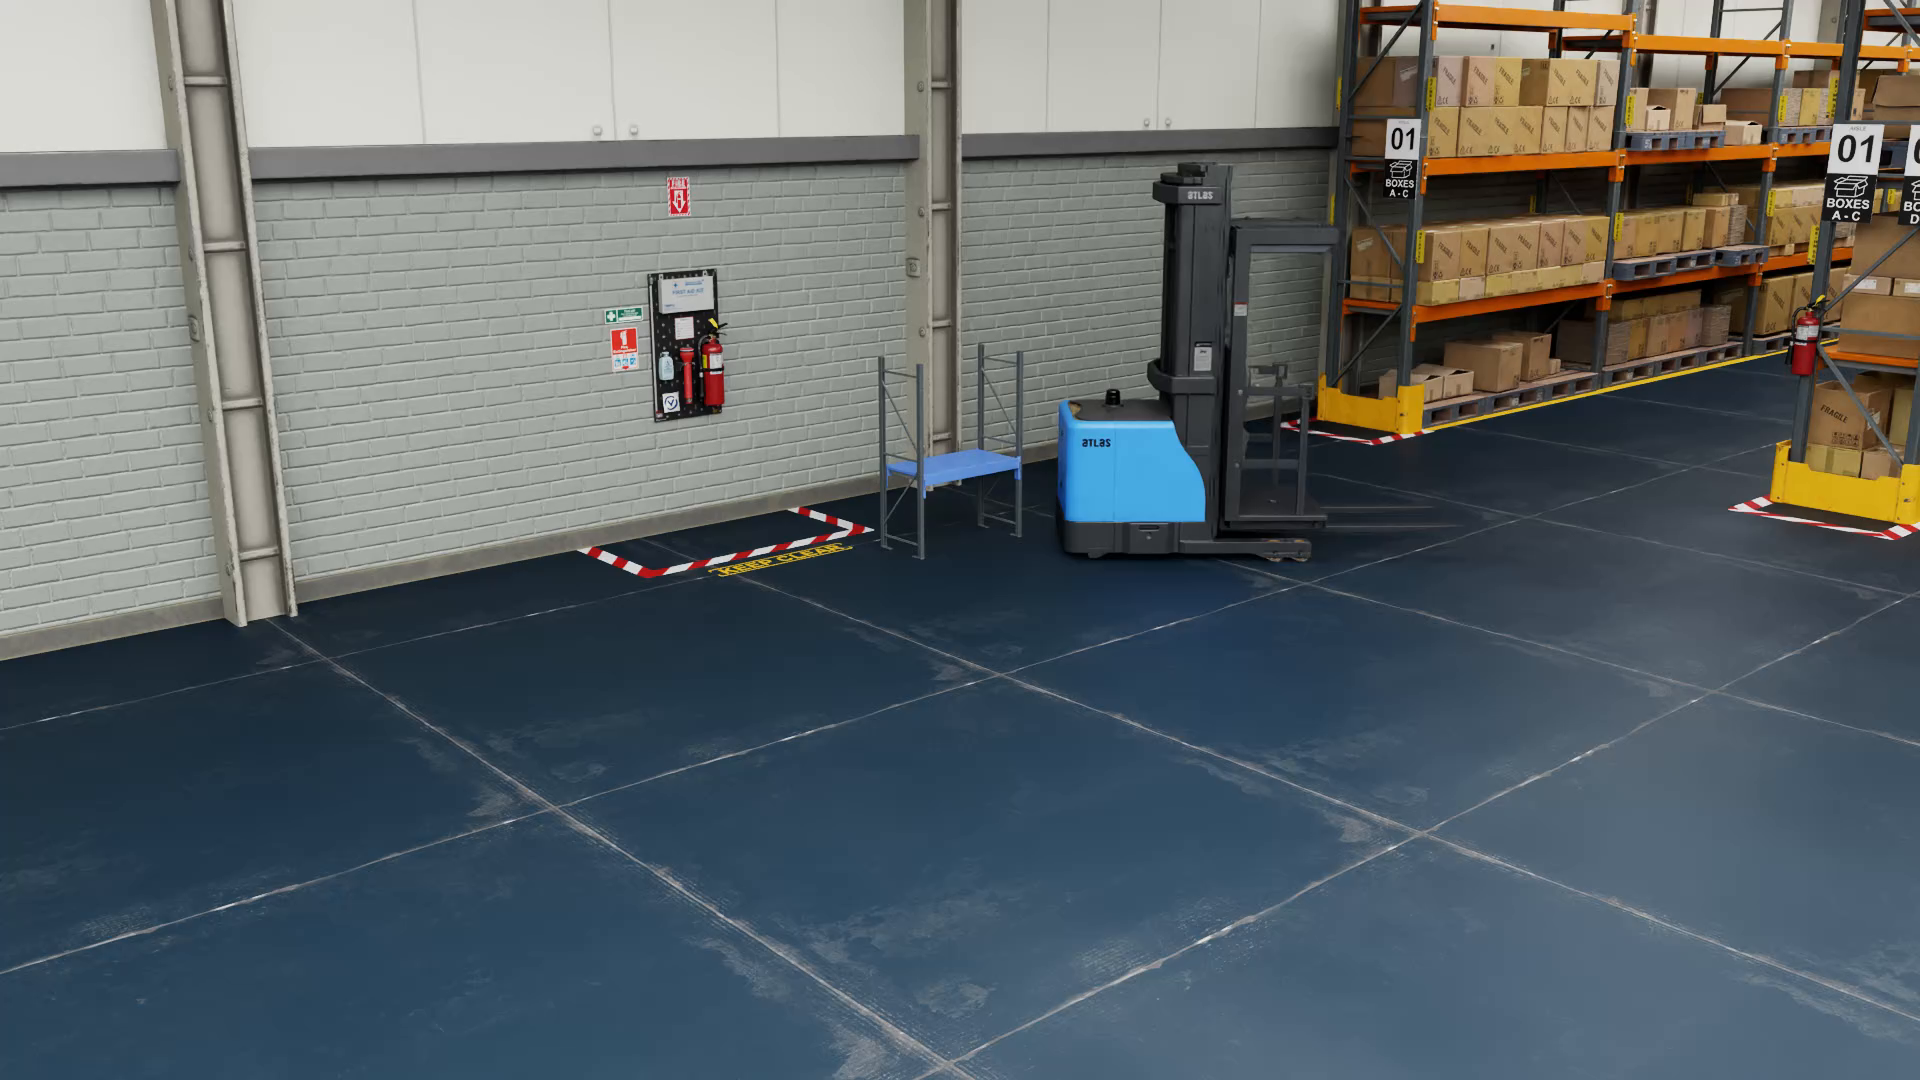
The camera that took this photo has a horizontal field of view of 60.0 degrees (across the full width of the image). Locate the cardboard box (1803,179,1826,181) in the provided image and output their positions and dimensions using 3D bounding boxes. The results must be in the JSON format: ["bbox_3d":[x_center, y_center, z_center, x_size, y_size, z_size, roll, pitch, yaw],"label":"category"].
[{"bbox_3d":[12.870,-5.248,24.824,0.500,0.250,0.500,-12,19,-38],"label":"cardboard box"}]

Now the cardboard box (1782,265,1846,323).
[{"bbox_3d":[12.314,-3.589,24.226,0.750,0.750,0.750,-12,19,-38],"label":"cardboard box"}]

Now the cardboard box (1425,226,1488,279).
[{"bbox_3d":[5.272,-3.082,17.776,0.500,0.500,0.500,-13,19,-39],"label":"cardboard box"}]

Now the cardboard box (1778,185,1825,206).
[{"bbox_3d":[11.662,-4.801,23.150,0.500,0.250,0.500,-12,19,-39],"label":"cardboard box"}]

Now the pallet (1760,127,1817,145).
[{"bbox_3d":[10.821,-5.511,22.624,1.003,0.211,1.213,-12,19,-37],"label":"pallet"}]

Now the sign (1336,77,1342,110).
[{"bbox_3d":[3.986,-4.667,17.381,0.005,0.325,0.100,-13,19,-39],"label":"sign"}]

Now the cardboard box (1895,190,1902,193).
[{"bbox_3d":[14.362,-5.068,25.828,0.700,0.700,0.980,-13,20,-41],"label":"cardboard box"}]

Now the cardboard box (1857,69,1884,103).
[{"bbox_3d":[13.762,-6.865,25.157,0.500,0.500,0.500,-13,20,-40],"label":"cardboard box"}]

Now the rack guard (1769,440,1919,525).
[{"bbox_3d":[7.572,-0.503,14.165,0.348,0.500,1.175,-13,19,-39],"label":"rack guard"}]

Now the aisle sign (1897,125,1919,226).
[{"bbox_3d":[7.741,-2.900,13.257,0.004,0.787,0.394,-13,19,-39],"label":"aisle sign"}]

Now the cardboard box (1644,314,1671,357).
[{"bbox_3d":[8.665,-2.665,21.406,0.500,0.500,0.700,-12,19,-39],"label":"cardboard box"}]

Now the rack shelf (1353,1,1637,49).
[{"bbox_3d":[5.844,-5.567,18.053,4.000,0.370,1.077,-13,19,-39],"label":"rack shelf"}]

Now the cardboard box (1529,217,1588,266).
[{"bbox_3d":[6.826,-3.430,19.077,0.500,0.500,0.500,-13,20,-40],"label":"cardboard box"}]

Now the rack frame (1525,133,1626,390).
[{"bbox_3d":[7.353,-3.356,20.002,0.127,3.000,1.000,-13,19,-39],"label":"rack frame"}]

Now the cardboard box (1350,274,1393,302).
[{"bbox_3d":[4.561,-2.733,17.920,0.500,0.250,0.500,-12,19,-39],"label":"cardboard box"}]

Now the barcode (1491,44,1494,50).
[{"bbox_3d":[6.022,-5.572,18.802,0.075,0.075,0.001,-13,19,-39],"label":"barcode"}]

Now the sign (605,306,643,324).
[{"bbox_3d":[-2.596,-1.737,12.843,0.331,0.109,0.001,-13,19,-39],"label":"sign"}]

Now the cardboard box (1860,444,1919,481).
[{"bbox_3d":[8.140,-0.637,14.336,0.500,0.250,0.500,-13,19,-39],"label":"cardboard box"}]

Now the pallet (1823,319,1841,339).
[{"bbox_3d":[12.855,-3.219,24.892,1.213,0.211,1.003,-13,19,-39],"label":"pallet"}]

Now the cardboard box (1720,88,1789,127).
[{"bbox_3d":[10.691,-5.836,22.426,0.700,0.500,0.500,14,21,43],"label":"cardboard box"}]

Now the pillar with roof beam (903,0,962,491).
[{"bbox_3d":[2.595,-4.009,10.823,0.400,9.000,9.100,-13,19,-39],"label":"pillar with roof beam"}]

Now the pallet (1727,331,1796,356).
[{"bbox_3d":[11.014,-2.806,23.344,1.213,0.211,1.003,-13,19,-39],"label":"pallet"}]

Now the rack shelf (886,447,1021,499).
[{"bbox_3d":[-0.064,-0.536,13.049,1.000,0.185,0.538,-13,19,-39],"label":"rack shelf"}]

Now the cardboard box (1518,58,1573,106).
[{"bbox_3d":[6.359,-5.023,18.261,0.500,0.500,0.500,-14,20,-41],"label":"cardboard box"}]

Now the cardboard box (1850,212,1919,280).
[{"bbox_3d":[7.990,-2.476,13.998,0.500,0.500,0.700,-13,19,-39],"label":"cardboard box"}]

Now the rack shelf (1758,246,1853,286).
[{"bbox_3d":[11.879,-4.025,23.900,4.000,0.370,1.077,-13,19,-39],"label":"rack shelf"}]

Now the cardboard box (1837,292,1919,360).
[{"bbox_3d":[7.950,-1.840,14.131,0.500,0.500,0.700,-13,19,-39],"label":"cardboard box"}]

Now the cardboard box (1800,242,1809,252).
[{"bbox_3d":[11.723,-4.156,23.445,0.250,0.149,0.380,-12,19,-39],"label":"cardboard box"}]

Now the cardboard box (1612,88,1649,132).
[{"bbox_3d":[7.818,-5.134,19.837,0.500,0.500,0.500,-9,18,-32],"label":"cardboard box"}]

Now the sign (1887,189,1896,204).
[{"bbox_3d":[13.751,-5.129,24.548,0.005,0.325,0.100,-13,19,-39],"label":"sign"}]

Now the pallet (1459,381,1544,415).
[{"bbox_3d":[5.948,-1.681,19.133,1.213,0.211,1.003,-13,19,-39],"label":"pallet"}]

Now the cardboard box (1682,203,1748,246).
[{"bbox_3d":[10.022,-4.213,22.164,0.700,0.500,0.500,13,20,40],"label":"cardboard box"}]

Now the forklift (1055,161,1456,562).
[{"bbox_3d":[2.296,-1.388,12.766,3.031,2.935,1.130,0,15,-1],"label":"forklift"}]

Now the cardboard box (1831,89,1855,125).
[{"bbox_3d":[12.274,-6.187,23.741,0.500,0.500,0.700,-13,20,-40],"label":"cardboard box"}]

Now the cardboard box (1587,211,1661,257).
[{"bbox_3d":[8.185,-3.790,20.580,0.500,0.500,0.700,-10,18,-34],"label":"cardboard box"}]

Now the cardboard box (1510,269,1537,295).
[{"bbox_3d":[6.065,-2.898,18.538,0.500,0.250,0.500,-12,19,-39],"label":"cardboard box"}]

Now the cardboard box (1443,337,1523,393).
[{"bbox_3d":[5.933,-1.994,18.895,0.500,0.500,0.700,-14,21,-43],"label":"cardboard box"}]

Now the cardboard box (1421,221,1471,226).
[{"bbox_3d":[5.325,-3.271,18.483,0.500,0.500,0.500,-13,20,-41],"label":"cardboard box"}]

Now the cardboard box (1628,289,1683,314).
[{"bbox_3d":[9.005,-3.096,21.568,0.500,0.250,0.500,-13,20,-40],"label":"cardboard box"}]

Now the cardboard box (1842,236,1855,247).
[{"bbox_3d":[12.758,-4.349,24.166,0.250,0.149,0.380,-13,19,-39],"label":"cardboard box"}]

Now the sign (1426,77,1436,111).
[{"bbox_3d":[4.691,-4.444,16.570,0.005,0.325,0.100,-13,19,-39],"label":"sign"}]

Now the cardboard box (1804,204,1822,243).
[{"bbox_3d":[11.681,-4.439,23.246,0.500,0.500,0.500,-13,20,-40],"label":"cardboard box"}]

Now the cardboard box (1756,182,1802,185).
[{"bbox_3d":[11.708,-4.985,23.837,0.500,0.250,0.500,-13,20,-41],"label":"cardboard box"}]

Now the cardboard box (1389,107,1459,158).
[{"bbox_3d":[4.752,-4.194,17.093,0.500,0.500,0.500,-12,19,-38],"label":"cardboard box"}]

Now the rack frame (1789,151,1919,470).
[{"bbox_3d":[7.590,-1.715,13.858,0.127,3.000,1.000,-13,19,-39],"label":"rack frame"}]

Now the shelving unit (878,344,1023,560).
[{"bbox_3d":[-0.064,-0.710,13.002,1.048,1.500,0.538,-13,19,-39],"label":"shelving unit"}]

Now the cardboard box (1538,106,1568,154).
[{"bbox_3d":[6.351,-4.545,18.409,0.500,0.500,0.500,-14,20,-41],"label":"cardboard box"}]

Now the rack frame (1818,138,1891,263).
[{"bbox_3d":[13.388,-4.711,25.076,0.127,3.000,1.000,-13,19,-39],"label":"rack frame"}]

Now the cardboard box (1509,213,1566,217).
[{"bbox_3d":[6.861,-3.617,19.777,0.500,0.500,0.500,-13,20,-41],"label":"cardboard box"}]

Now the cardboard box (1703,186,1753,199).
[{"bbox_3d":[10.542,-4.725,22.865,0.500,0.250,0.500,-12,19,-38],"label":"cardboard box"}]

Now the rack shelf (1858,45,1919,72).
[{"bbox_3d":[14.897,-7.408,25.715,4.000,0.370,1.077,-13,19,-39],"label":"rack shelf"}]

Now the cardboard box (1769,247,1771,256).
[{"bbox_3d":[10.771,-3.933,22.609,0.250,0.149,0.380,-13,20,-40],"label":"cardboard box"}]

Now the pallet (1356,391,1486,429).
[{"bbox_3d":[5.029,-1.475,18.363,1.213,0.211,1.003,-13,19,-39],"label":"pallet"}]
